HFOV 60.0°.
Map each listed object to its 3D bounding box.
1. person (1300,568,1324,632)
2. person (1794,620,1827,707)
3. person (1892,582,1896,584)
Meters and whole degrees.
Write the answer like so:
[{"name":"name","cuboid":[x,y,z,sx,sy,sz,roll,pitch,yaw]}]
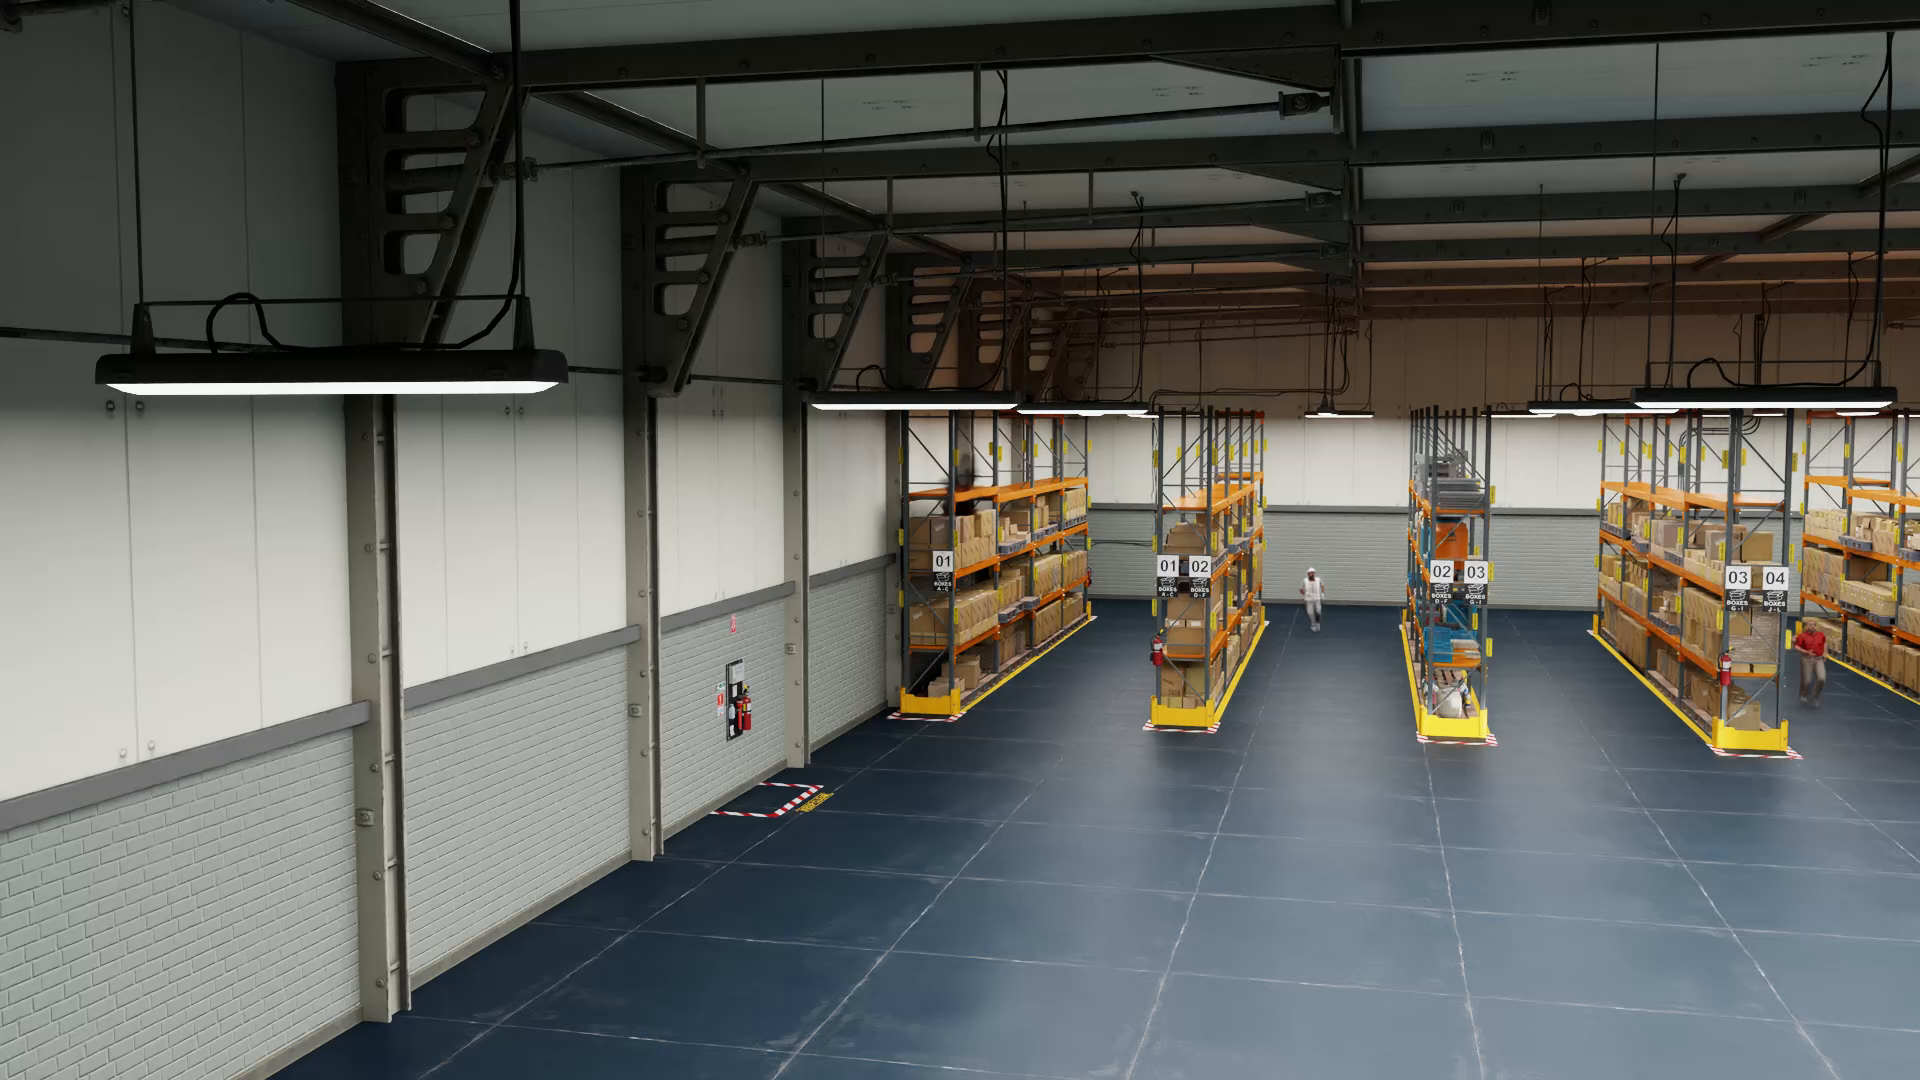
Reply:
[{"name":"person","cuboid":[9.517,1.625,44.925,0.674,1.734,0.543,0,4,6]},{"name":"person","cuboid":[17.121,2.490,33.425,0.665,1.766,0.723,1,4,11]},{"name":"person","cuboid":[23.790,1.856,42.309,0.544,1.691,0.730,0,4,-1]}]
